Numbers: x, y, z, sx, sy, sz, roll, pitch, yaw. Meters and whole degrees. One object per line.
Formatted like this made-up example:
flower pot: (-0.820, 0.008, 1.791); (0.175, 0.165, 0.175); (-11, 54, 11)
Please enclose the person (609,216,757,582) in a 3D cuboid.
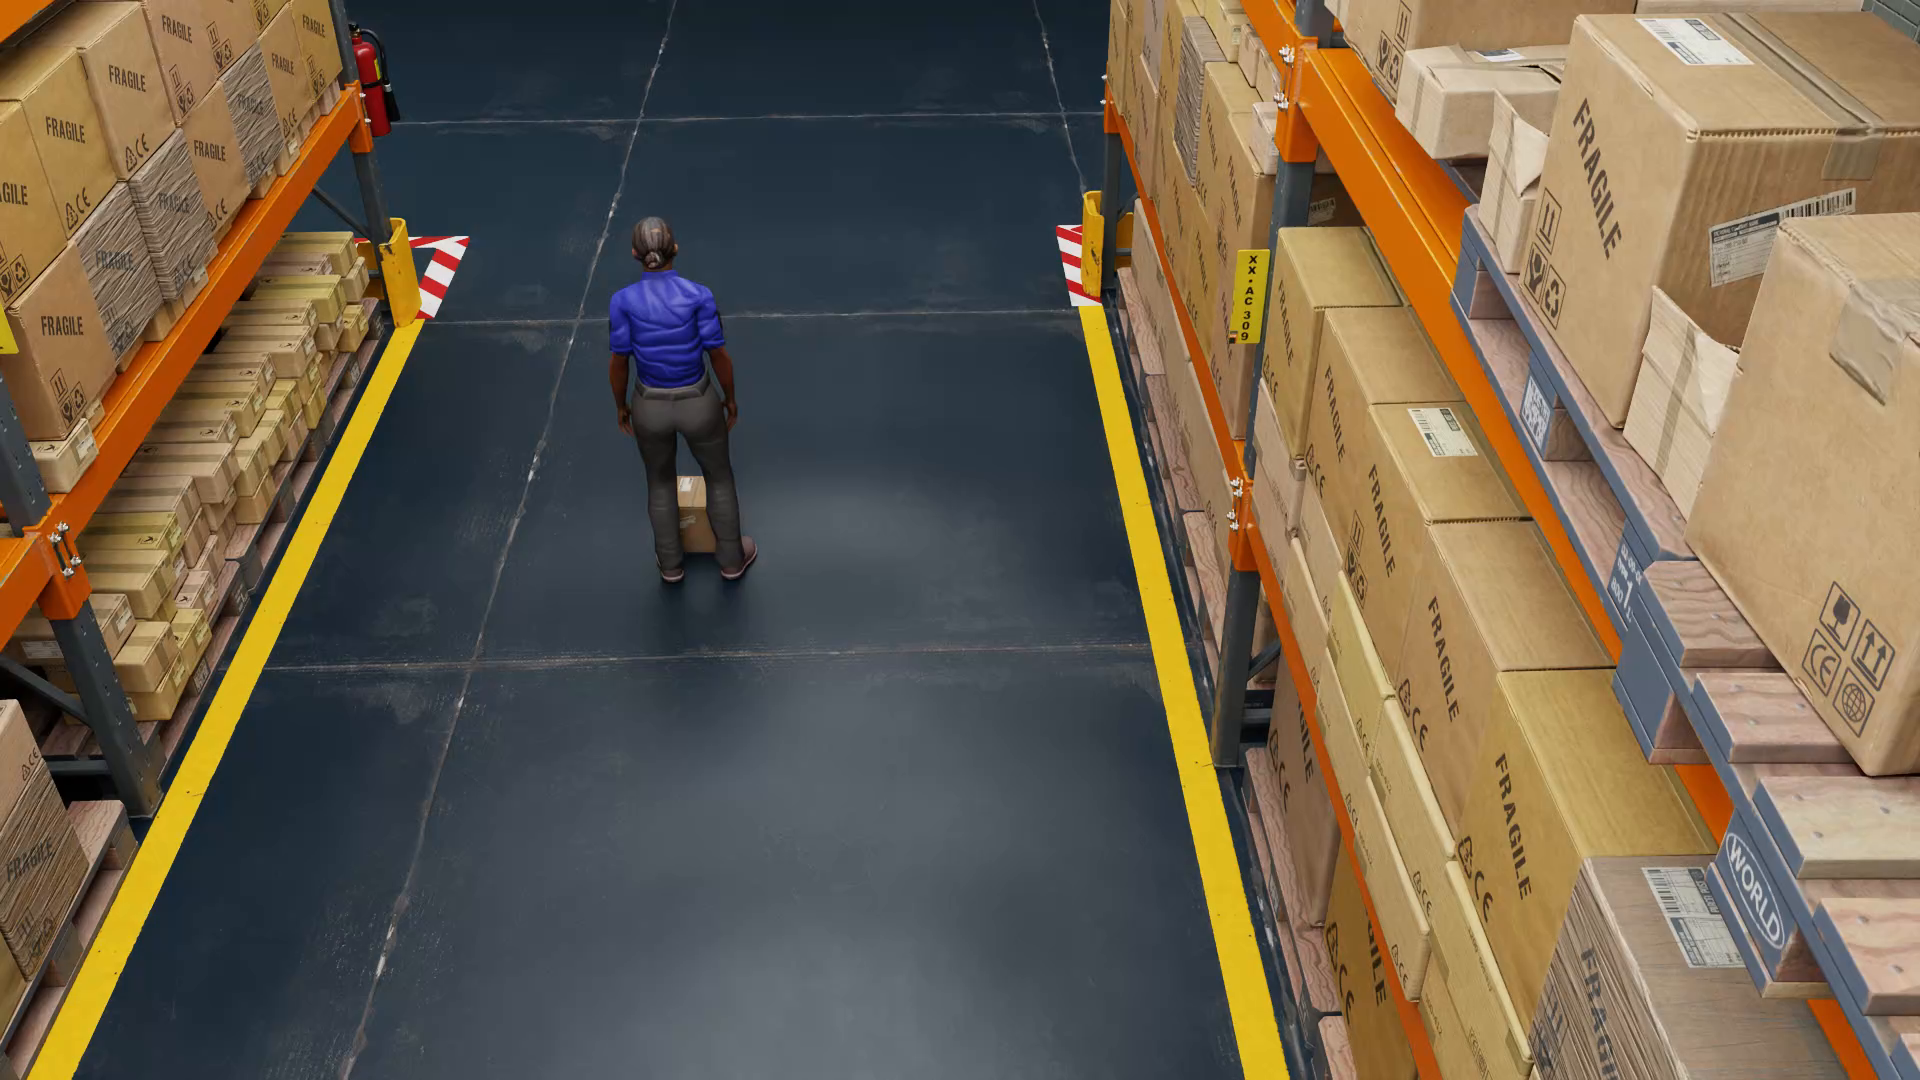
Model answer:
person: (-1.169, -0.553, 6.926); (0.530, 1.656, 0.346); (-3, 36, -4)
